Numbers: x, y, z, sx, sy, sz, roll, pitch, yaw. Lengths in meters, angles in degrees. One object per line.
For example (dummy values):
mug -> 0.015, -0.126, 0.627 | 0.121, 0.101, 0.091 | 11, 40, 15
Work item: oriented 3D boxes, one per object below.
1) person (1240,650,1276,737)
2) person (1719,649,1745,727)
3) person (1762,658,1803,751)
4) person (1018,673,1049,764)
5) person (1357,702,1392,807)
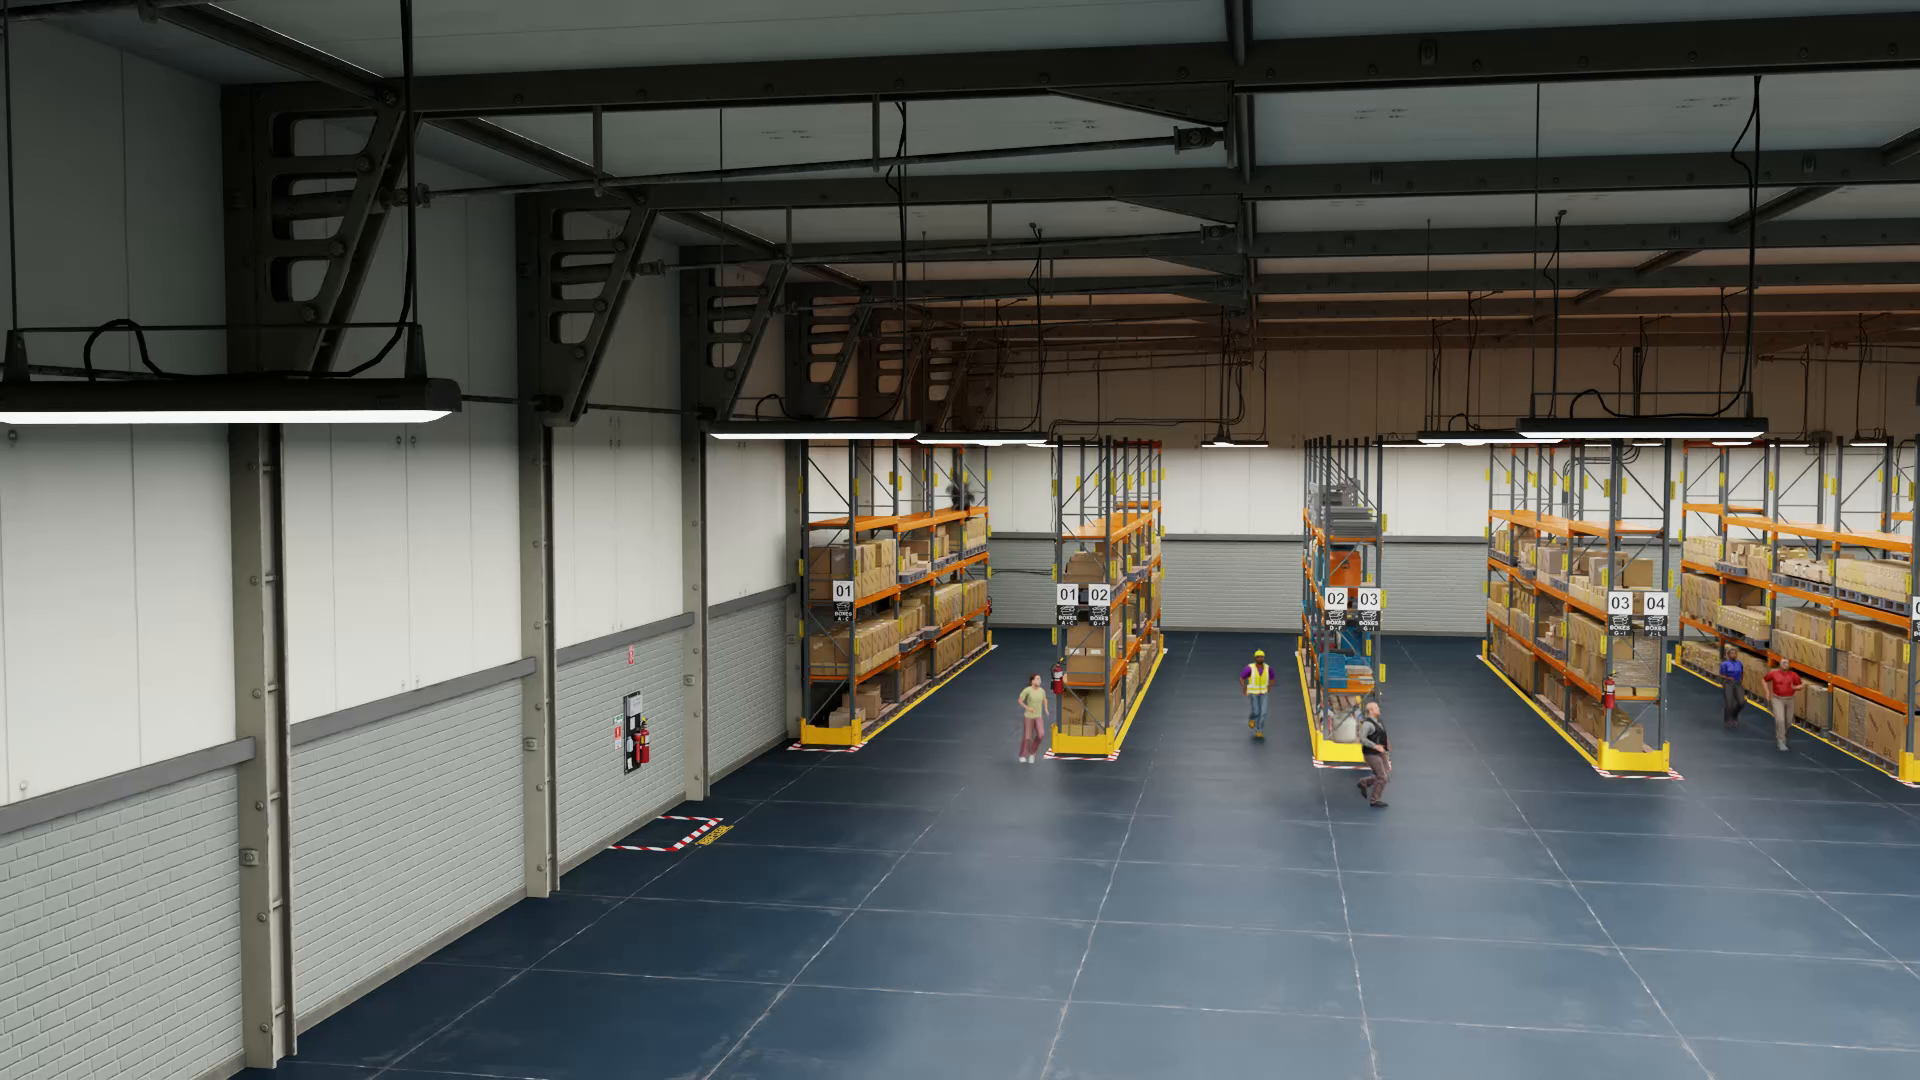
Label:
person -> 5.972, 3.063, 33.272 | 0.718, 1.724, 0.618 | 0, 3, -5
person -> 15.938, 3.052, 34.233 | 0.554, 1.622, 0.611 | 0, 3, 4
person -> 15.778, 3.114, 31.859 | 0.662, 1.719, 0.971 | 1, 3, 10
person -> 1.370, 3.252, 30.409 | 0.647, 1.637, 0.608 | -1, 3, -22
person -> 6.630, 3.438, 26.707 | 0.612, 1.671, 0.657 | 2, 4, 36
